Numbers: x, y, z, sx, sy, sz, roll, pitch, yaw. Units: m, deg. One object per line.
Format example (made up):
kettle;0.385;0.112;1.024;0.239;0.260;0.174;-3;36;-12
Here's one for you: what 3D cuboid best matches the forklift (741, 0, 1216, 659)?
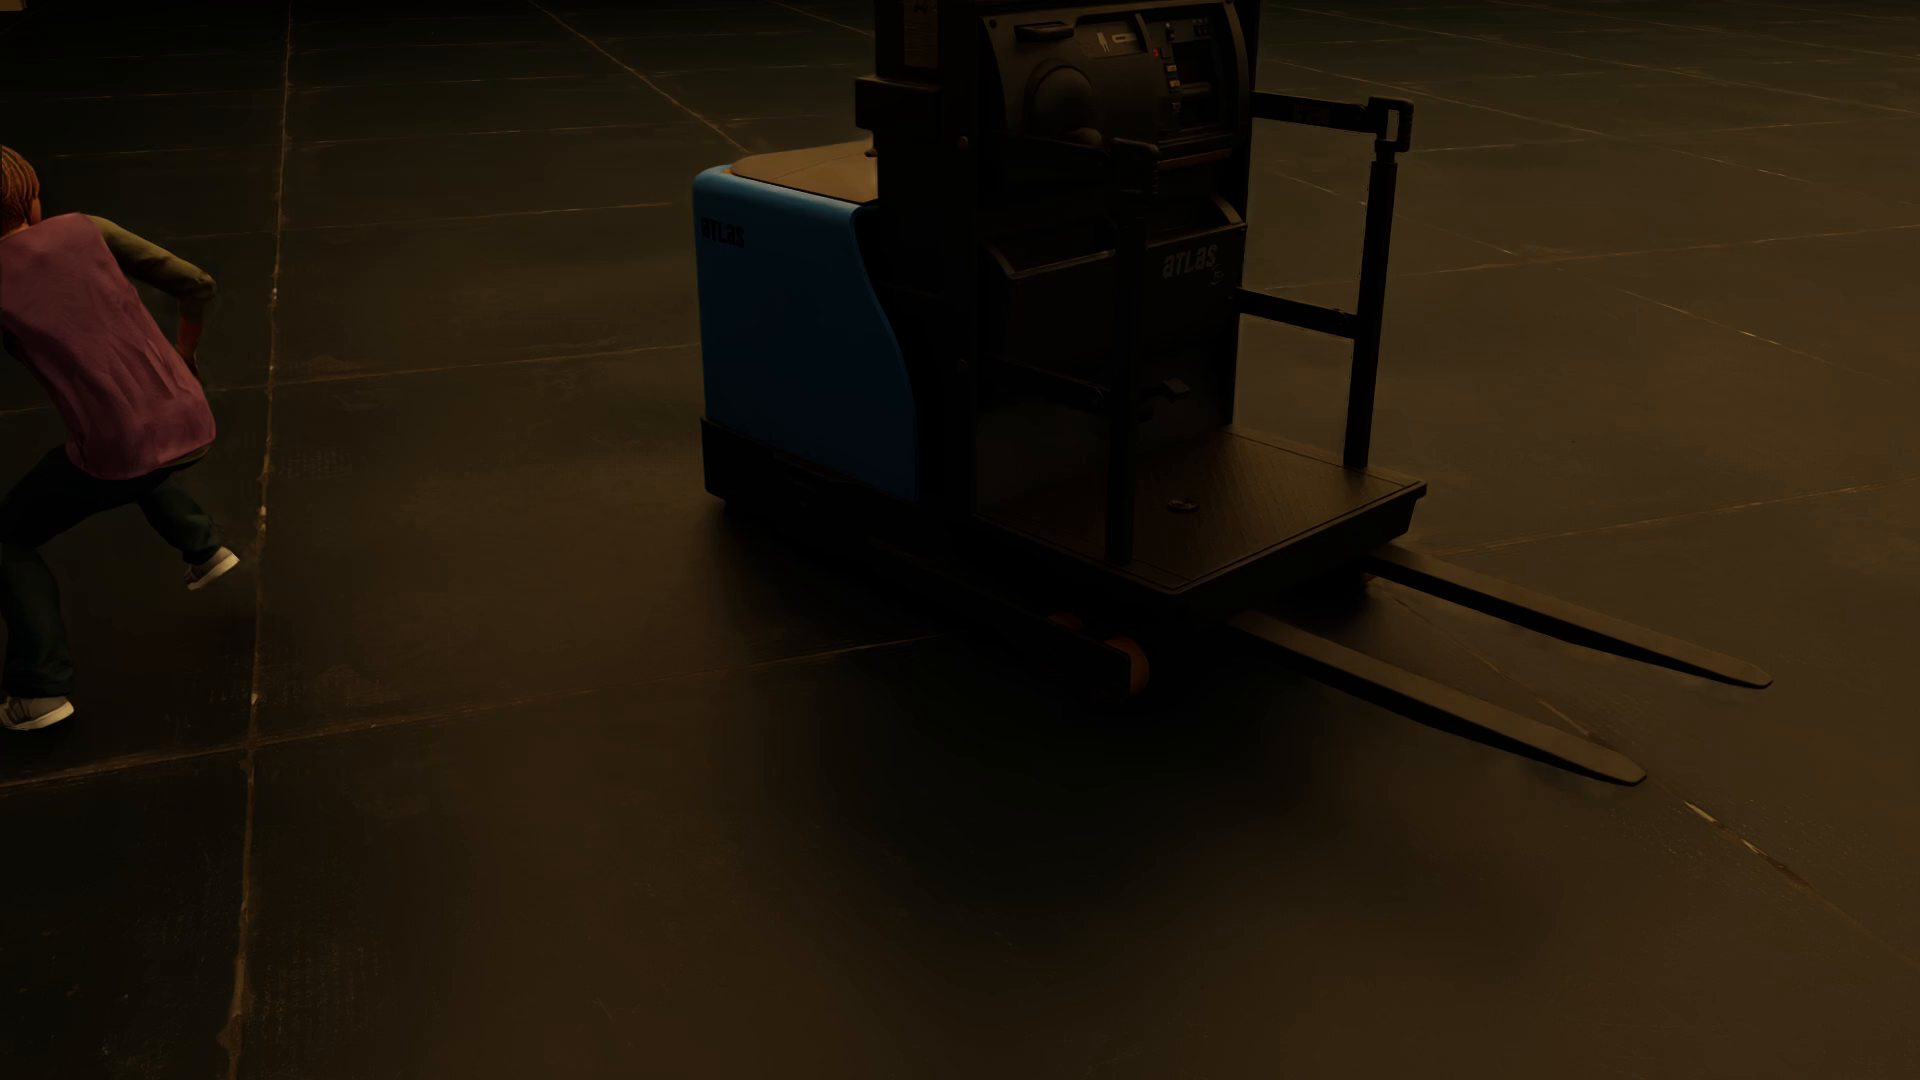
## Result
forklift;-0.133;-1.592;5.084;1.130;2.935;3.031;-4;23;-10
